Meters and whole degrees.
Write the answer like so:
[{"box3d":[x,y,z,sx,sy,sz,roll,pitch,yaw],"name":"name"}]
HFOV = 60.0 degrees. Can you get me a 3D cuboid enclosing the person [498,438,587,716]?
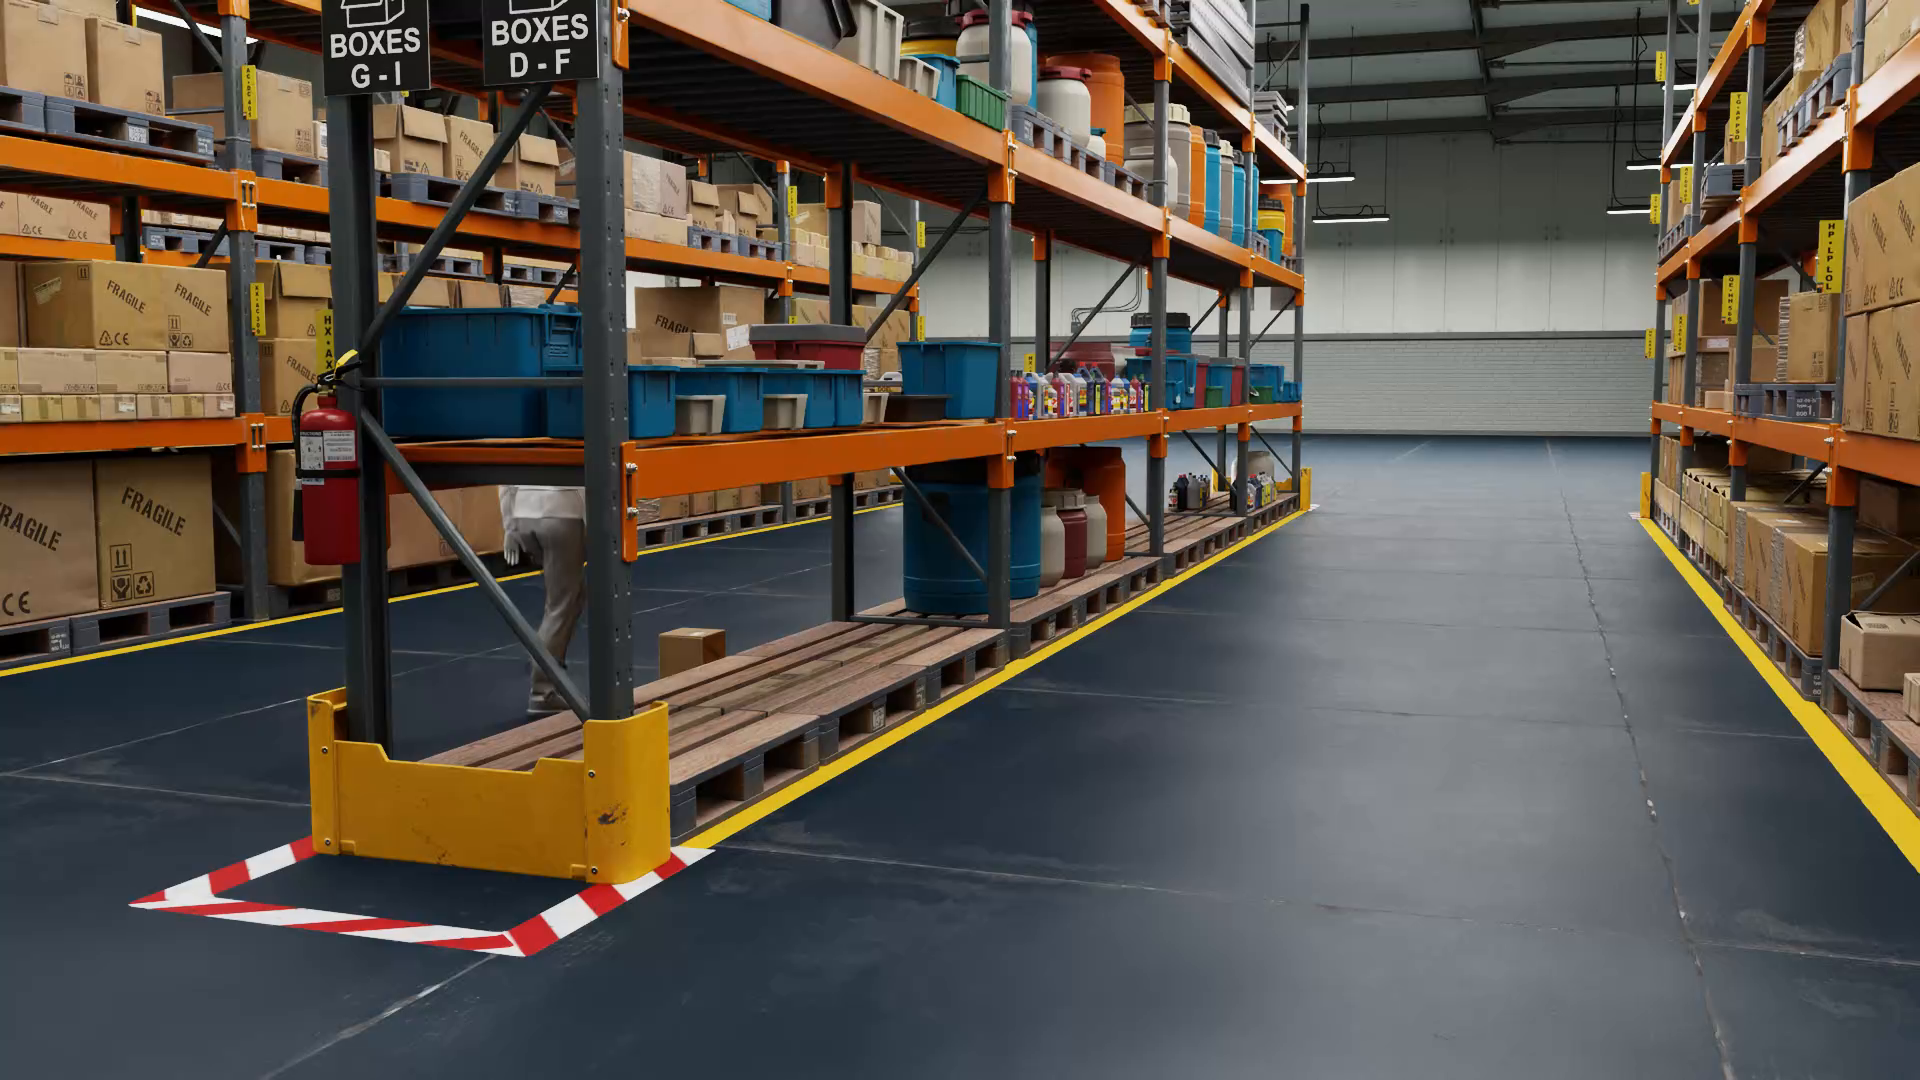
[{"box3d":[-1.792,-0.036,7.475,0.486,1.731,0.464,4,7,39],"name":"person"}]
